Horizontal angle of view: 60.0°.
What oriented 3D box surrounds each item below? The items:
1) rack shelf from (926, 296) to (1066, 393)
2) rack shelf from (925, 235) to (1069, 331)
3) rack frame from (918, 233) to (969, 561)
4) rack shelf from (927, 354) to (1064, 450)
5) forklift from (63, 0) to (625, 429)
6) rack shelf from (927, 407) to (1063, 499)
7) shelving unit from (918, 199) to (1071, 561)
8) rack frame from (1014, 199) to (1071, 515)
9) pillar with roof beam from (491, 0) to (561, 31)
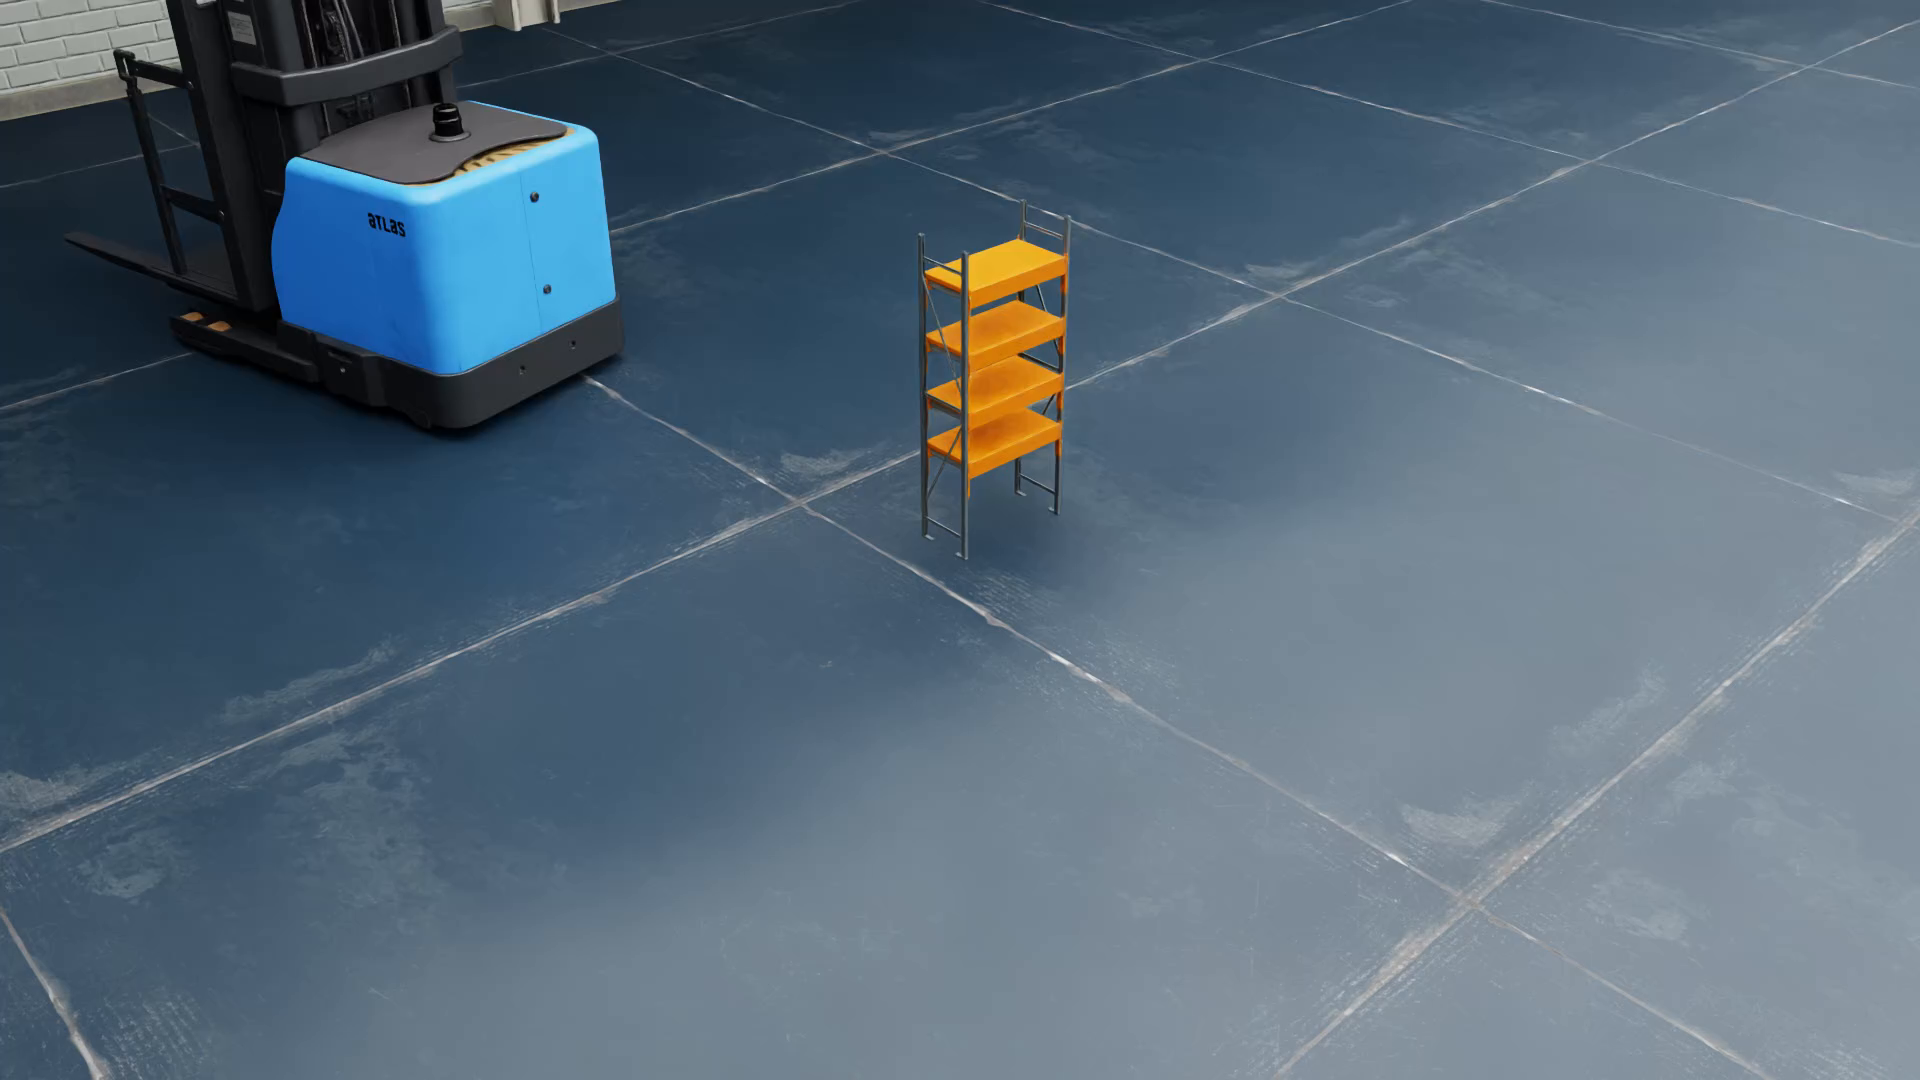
[{"bbox_3d":[0.121,-0.704,5.951,0.480,0.148,0.258,-26,40,-35],"label":"rack shelf"},{"bbox_3d":[0.121,-0.906,5.828,0.480,0.148,0.258,-26,40,-35],"label":"rack shelf"},{"bbox_3d":[-0.058,-0.484,5.891,0.015,1.200,0.240,-26,40,-35],"label":"rack frame"},{"bbox_3d":[0.121,-0.513,6.068,0.480,0.148,0.258,-26,40,-35],"label":"rack shelf"},{"bbox_3d":[-3.034,-2.290,7.186,3.031,2.935,1.130,19,36,28],"label":"forklift"},{"bbox_3d":[0.121,-0.344,6.172,0.480,0.148,0.258,-26,40,-35],"label":"rack shelf"},{"bbox_3d":[0.121,-0.571,6.033,0.503,1.200,0.258,-26,40,-35],"label":"shelving unit"},{"bbox_3d":[0.300,-0.657,6.175,0.015,1.200,0.240,-26,40,-35],"label":"rack frame"},{"bbox_3d":[-0.378,-6.145,7.673,0.400,9.000,9.100,-26,40,-35],"label":"pillar with roof beam"}]
